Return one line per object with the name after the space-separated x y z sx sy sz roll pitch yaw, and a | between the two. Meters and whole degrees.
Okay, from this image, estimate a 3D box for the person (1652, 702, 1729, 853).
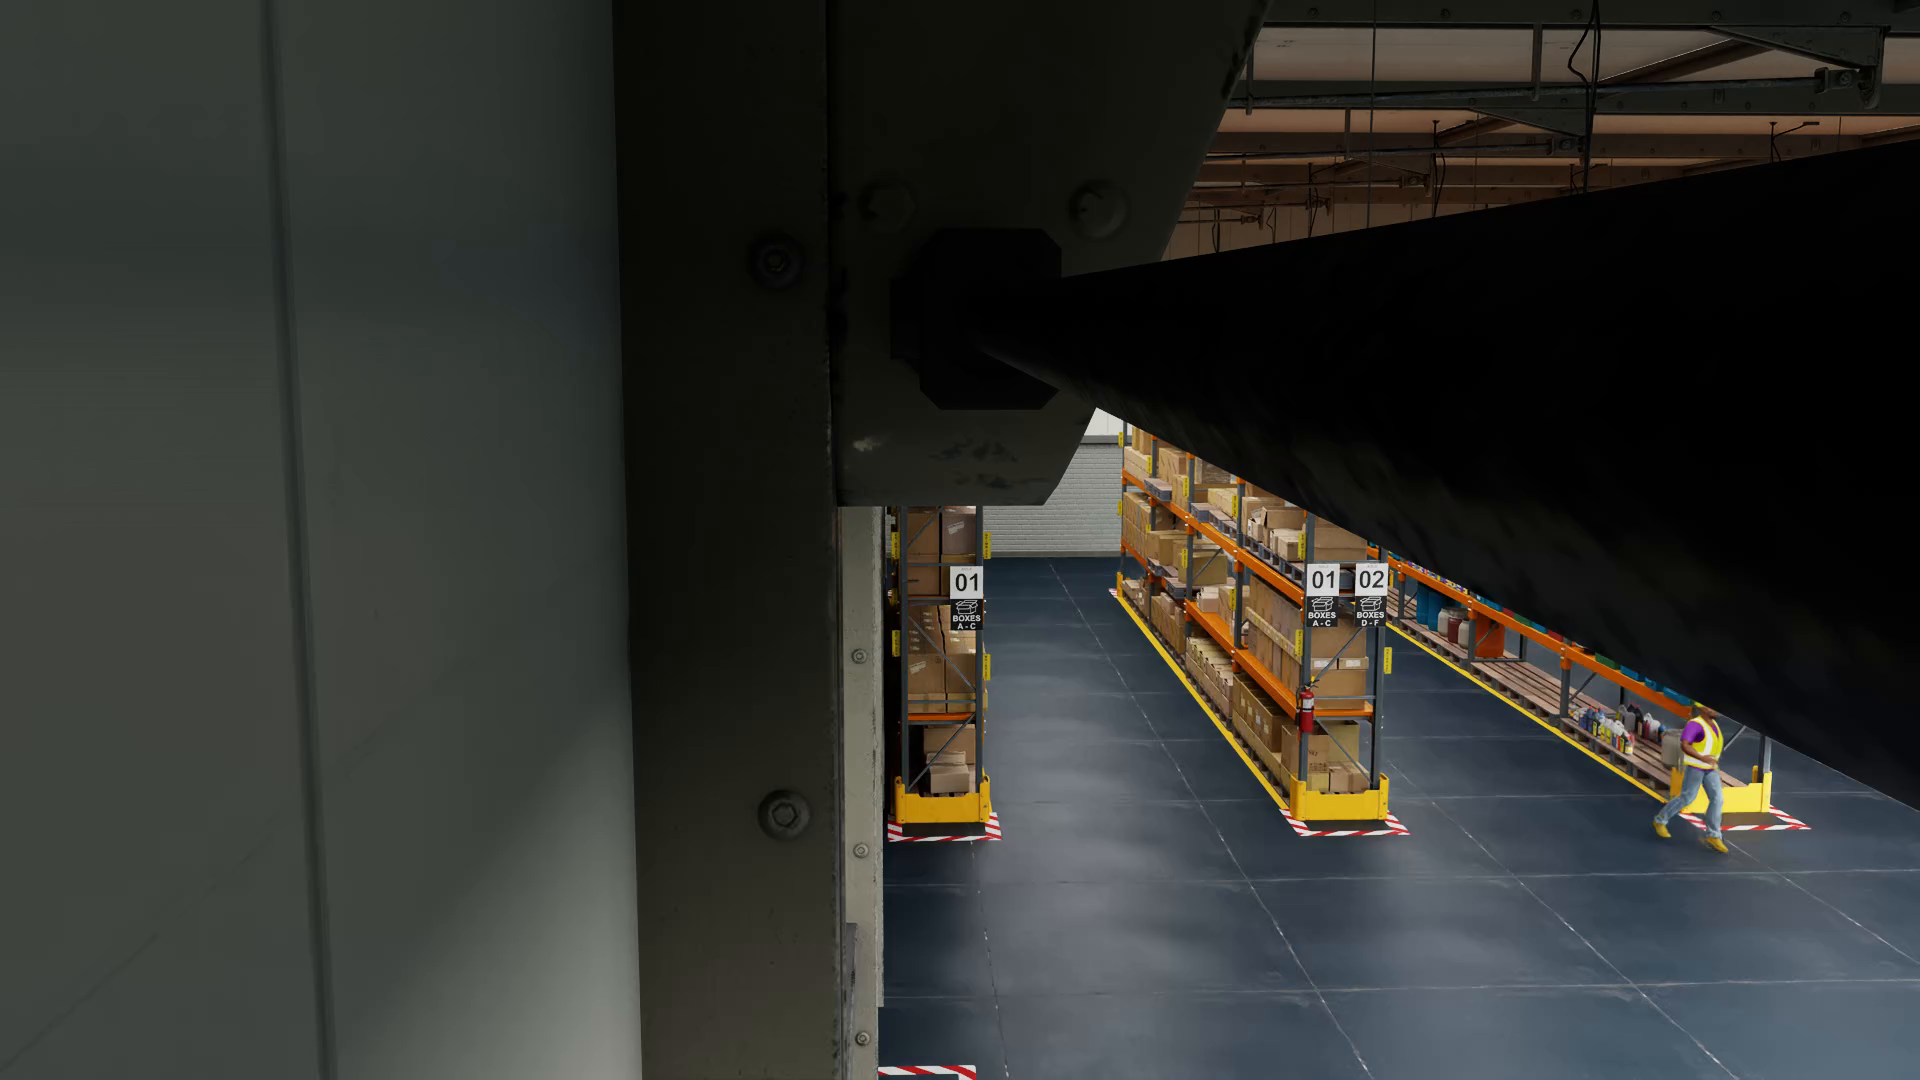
8.784 2.712 19.646 0.757 1.768 0.903 -5 10 -34 | person

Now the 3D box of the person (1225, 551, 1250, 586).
5.966 0.524 35.640 0.625 1.655 0.619 -2 8 -16 | person
